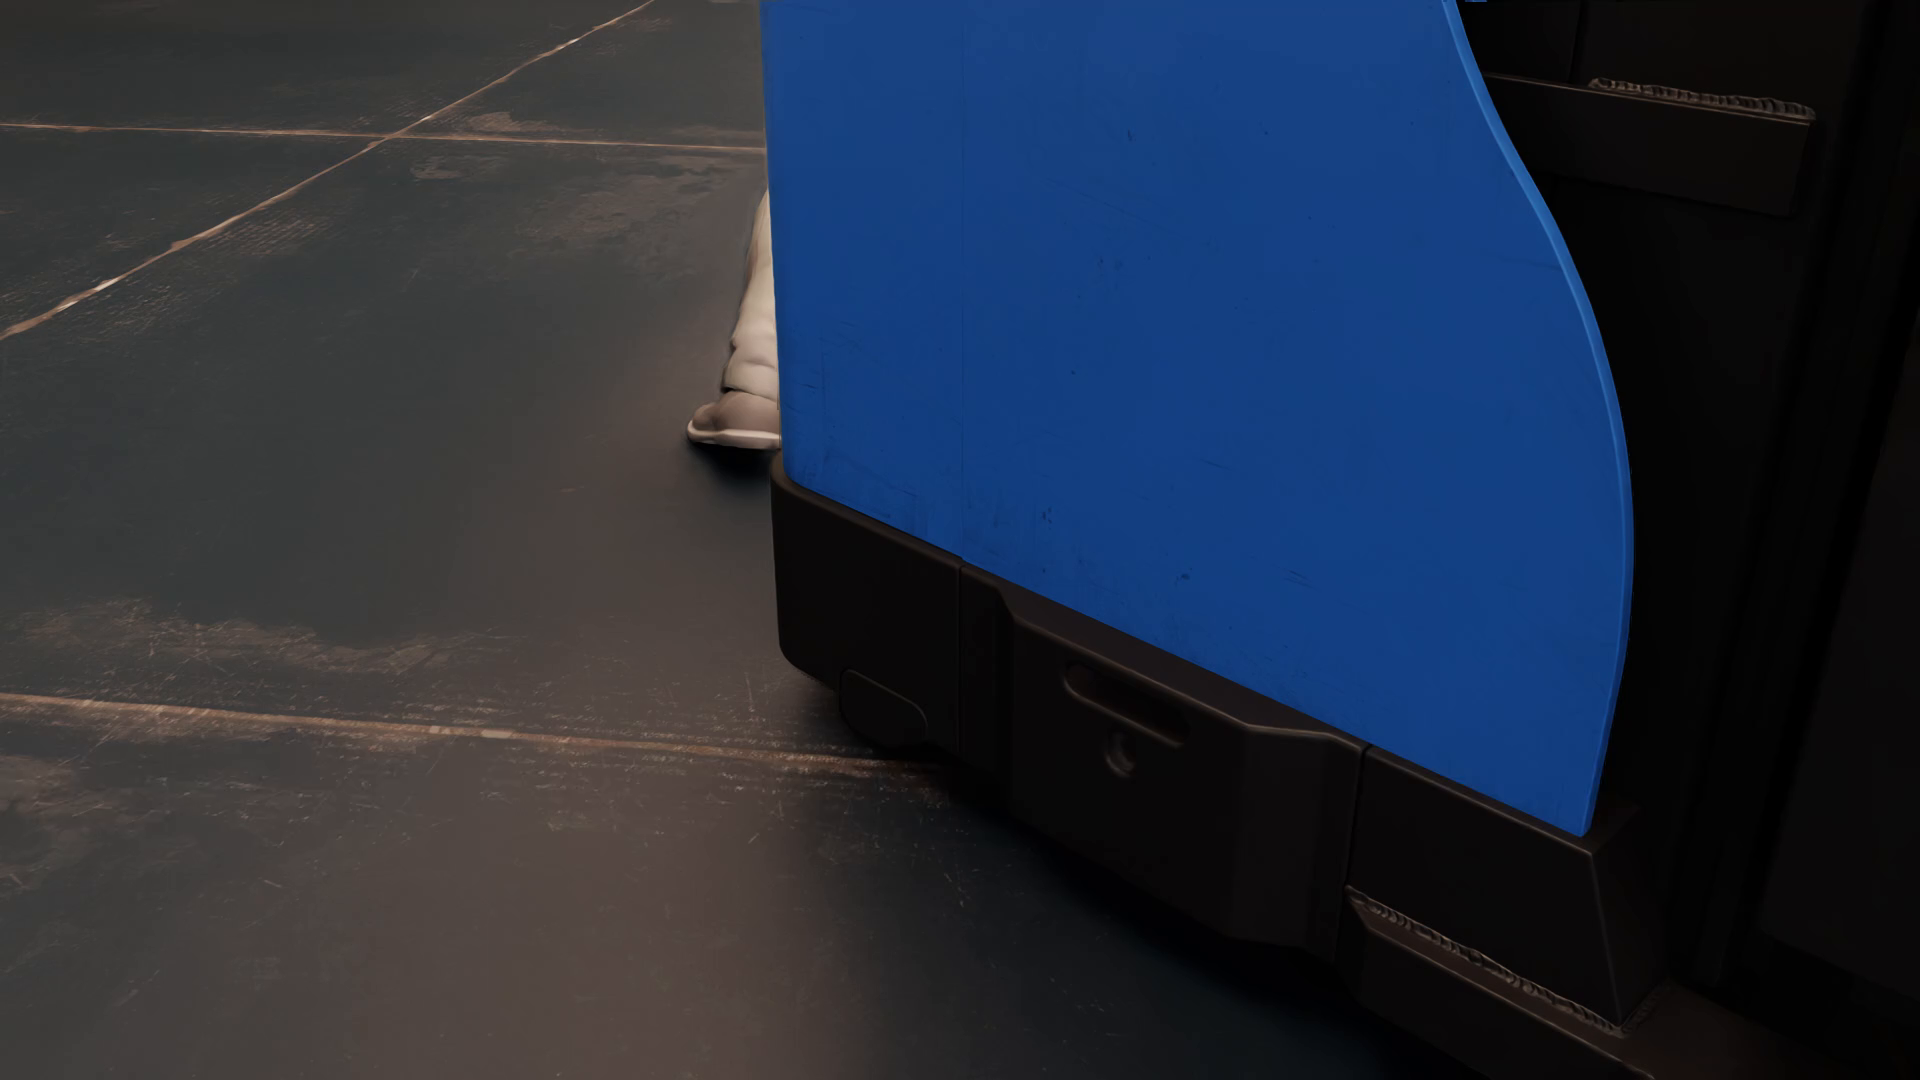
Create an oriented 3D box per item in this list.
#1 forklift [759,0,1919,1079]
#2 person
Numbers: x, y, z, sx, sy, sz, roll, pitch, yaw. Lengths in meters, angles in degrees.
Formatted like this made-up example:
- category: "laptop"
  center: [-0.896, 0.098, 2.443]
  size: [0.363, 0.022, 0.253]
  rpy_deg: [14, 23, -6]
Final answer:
- category: "forklift"
  center: [1.176, -0.815, 0.851]
  size: [3.031, 2.935, 1.130]
  rpy_deg: [24, 35, 39]
- category: "person"
  center: [0.015, -1.006, 2.957]
  size: [1.134, 1.464, 1.104]
  rpy_deg: [-5, 27, -10]
